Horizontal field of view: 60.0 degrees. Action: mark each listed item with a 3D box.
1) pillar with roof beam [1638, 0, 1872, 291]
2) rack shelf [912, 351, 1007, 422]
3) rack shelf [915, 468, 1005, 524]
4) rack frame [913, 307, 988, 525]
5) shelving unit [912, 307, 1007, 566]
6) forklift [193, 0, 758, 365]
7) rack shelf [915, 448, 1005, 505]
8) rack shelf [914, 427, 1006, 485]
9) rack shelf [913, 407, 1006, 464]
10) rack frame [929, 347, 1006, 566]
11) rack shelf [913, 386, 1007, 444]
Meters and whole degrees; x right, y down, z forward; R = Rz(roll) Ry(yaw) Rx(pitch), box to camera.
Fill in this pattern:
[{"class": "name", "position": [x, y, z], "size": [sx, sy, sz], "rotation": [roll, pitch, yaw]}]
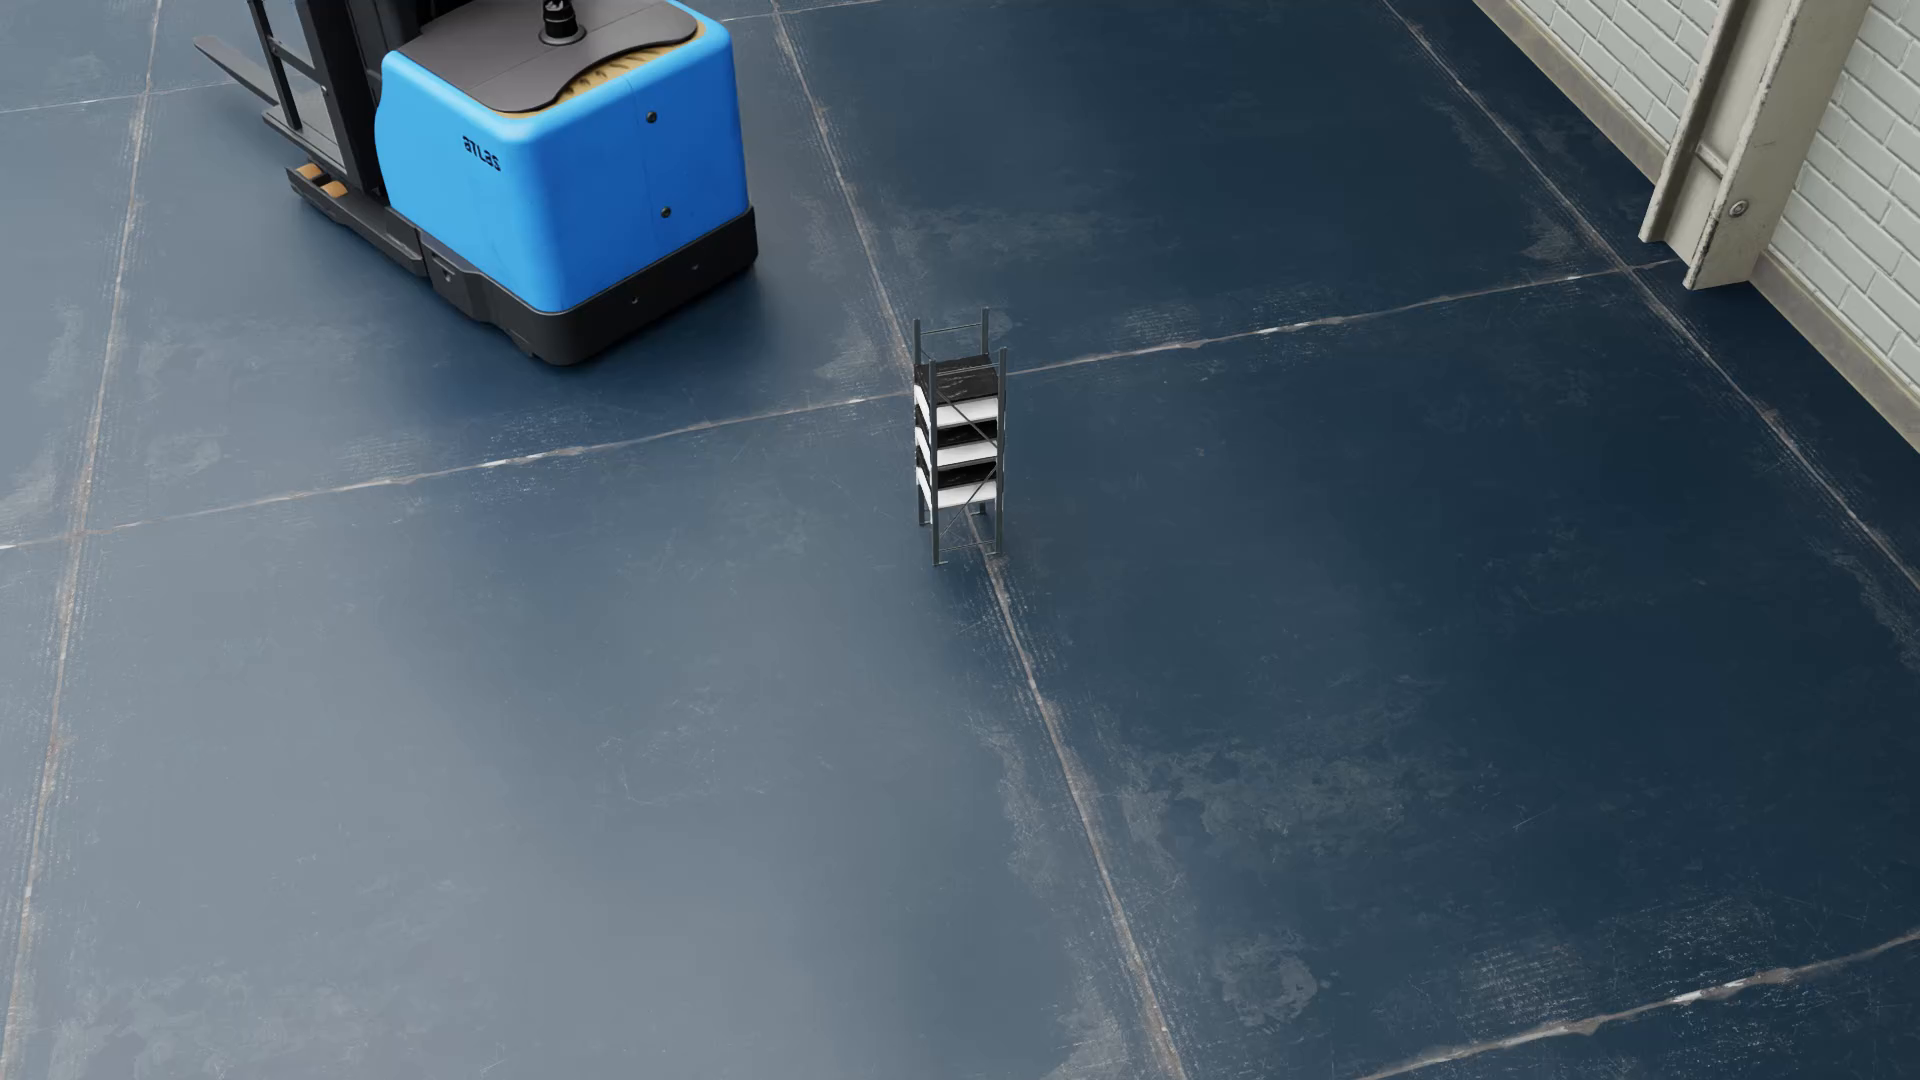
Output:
[{"class": "pillar with roof beam", "position": [-1.107, -3.539, 2.917], "size": [9.100, 9.000, 0.400], "rotation": [-11, 47, -10]}, {"class": "rack shelf", "position": [-0.002, -0.486, 5.265], "size": [0.258, 0.077, 0.200], "rotation": [-11, 47, -10]}, {"class": "rack shelf", "position": [-0.002, -0.171, 5.586], "size": [0.258, 0.077, 0.200], "rotation": [-11, 47, -10]}, {"class": "rack frame", "position": [-0.028, -0.391, 5.503], "size": [0.240, 0.900, 0.006], "rotation": [-11, 47, -10]}, {"class": "shelving unit", "position": [-0.002, -0.321, 5.434], "size": [0.258, 0.900, 0.210], "rotation": [-11, 47, -10]}, {"class": "forklift", "position": [-2.238, -2.623, 6.268], "size": [3.031, 2.935, 1.130], "rotation": [34, 55, 29]}, {"class": "rack shelf", "position": [-0.002, -0.234, 5.522], "size": [0.258, 0.077, 0.200], "rotation": [-11, 47, -10]}, {"class": "rack shelf", "position": [-0.002, -0.297, 5.458], "size": [0.258, 0.077, 0.200], "rotation": [-11, 47, -10]}, {"class": "rack shelf", "position": [-0.002, -0.360, 5.394], "size": [0.258, 0.077, 0.200], "rotation": [-11, 47, -10]}, {"class": "rack frame", "position": [0.024, -0.250, 5.365], "size": [0.240, 0.900, 0.006], "rotation": [-11, 47, -10]}, {"class": "rack shelf", "position": [-0.002, -0.423, 5.329], "size": [0.258, 0.077, 0.200], "rotation": [-11, 47, -10]}]
